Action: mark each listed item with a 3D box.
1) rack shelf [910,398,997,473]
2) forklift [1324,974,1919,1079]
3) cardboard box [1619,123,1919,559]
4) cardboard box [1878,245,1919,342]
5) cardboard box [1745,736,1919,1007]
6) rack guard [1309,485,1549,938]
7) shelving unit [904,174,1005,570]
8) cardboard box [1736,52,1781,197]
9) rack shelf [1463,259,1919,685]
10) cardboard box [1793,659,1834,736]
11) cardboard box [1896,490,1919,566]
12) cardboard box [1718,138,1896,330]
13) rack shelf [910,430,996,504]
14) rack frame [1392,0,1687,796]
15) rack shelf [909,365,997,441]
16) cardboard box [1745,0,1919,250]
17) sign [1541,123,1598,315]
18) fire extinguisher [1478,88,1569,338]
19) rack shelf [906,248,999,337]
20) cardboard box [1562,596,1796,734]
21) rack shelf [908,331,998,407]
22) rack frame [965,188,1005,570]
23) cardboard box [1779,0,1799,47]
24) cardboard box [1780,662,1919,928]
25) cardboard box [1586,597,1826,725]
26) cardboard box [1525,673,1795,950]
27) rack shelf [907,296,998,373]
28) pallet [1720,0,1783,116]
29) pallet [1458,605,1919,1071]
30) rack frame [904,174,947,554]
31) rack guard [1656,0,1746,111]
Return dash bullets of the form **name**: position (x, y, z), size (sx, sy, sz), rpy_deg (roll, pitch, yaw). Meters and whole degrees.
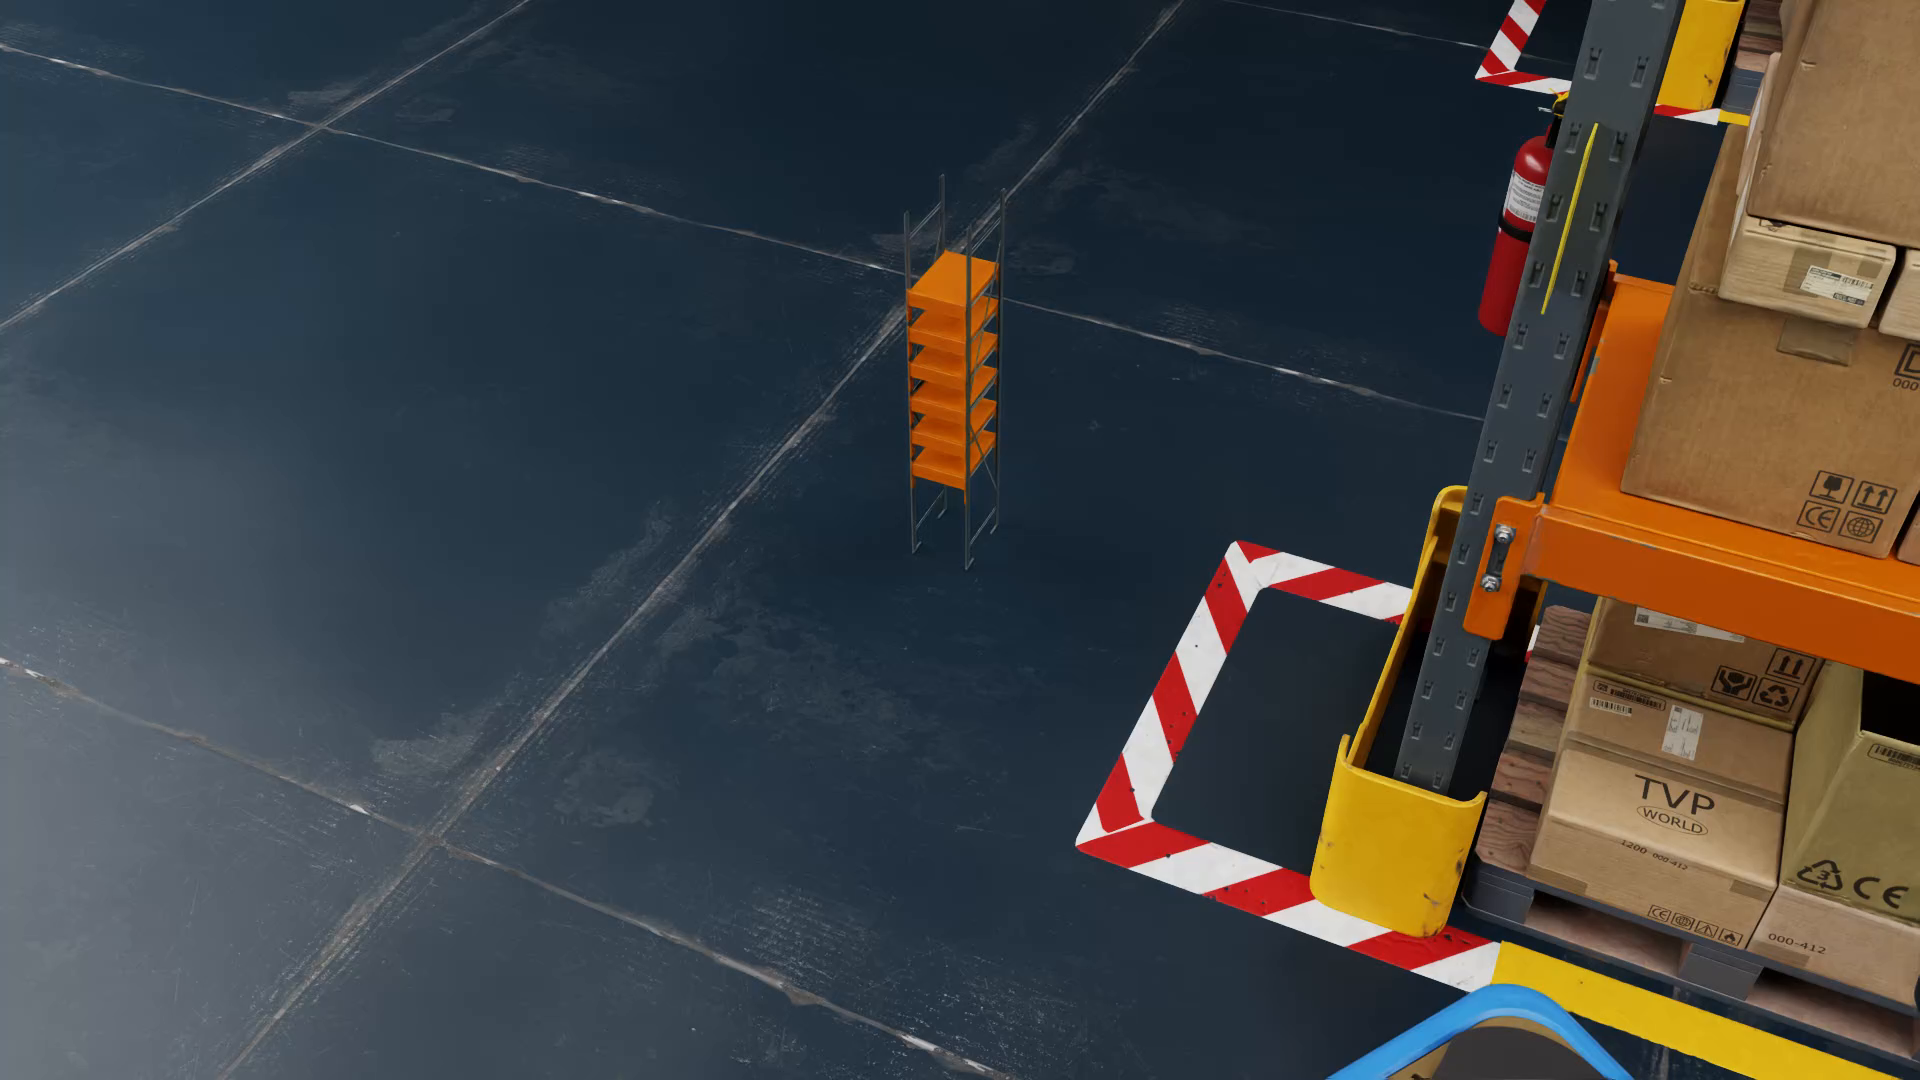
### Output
- **rack shelf**: position (-0.013, -0.333, 4.969), size (0.180, 0.103, 0.258), rpy_deg (17, 44, 19)
- **forklift**: position (1.276, 1.416, 1.379), size (1.130, 2.935, 3.031), rpy_deg (-21, 45, -23)
- **cardboard box**: position (1.710, -0.423, 3.371), size (0.500, 0.500, 0.700), rpy_deg (17, 44, 19)
- **cardboard box**: position (1.797, -0.497, 2.961), size (0.250, 0.149, 0.380), rpy_deg (16, 43, 18)
- **cardboard box**: position (2.139, 0.776, 3.844), size (0.500, 0.250, 0.500), rpy_deg (17, 44, 19)
- **rack guard**: position (1.271, 0.416, 4.388), size (0.348, 0.500, 1.175), rpy_deg (17, 44, 19)
- **shelving unit**: position (-0.013, -0.457, 4.862), size (0.189, 1.200, 0.258), rpy_deg (17, 44, 19)
- **cardboard box**: position (1.719, -0.812, 3.325), size (0.250, 0.149, 0.380), rpy_deg (16, 44, 18)
- **rack shelf**: position (3.105, 0.304, 3.158), size (4.000, 0.370, 1.077), rpy_deg (17, 44, 19)
- **cardboard box**: position (2.362, 0.463, 4.204), size (0.500, 0.250, 0.500), rpy_deg (17, 44, 19)
- **cardboard box**: position (2.188, -0.280, 3.206), size (0.500, 0.500, 0.700), rpy_deg (18, 44, 20)
- **cardboard box**: position (1.557, -0.568, 3.044), size (0.250, 0.149, 0.380), rpy_deg (17, 44, 18)
- **rack shelf**: position (-0.013, -0.242, 5.048), size (0.180, 0.103, 0.258), rpy_deg (17, 44, 19)
- **rack frame**: position (1.292, -0.522, 3.562), size (0.127, 3.000, 1.000), rpy_deg (17, 44, 19)
- **rack shelf**: position (-0.013, -0.424, 4.891), size (0.180, 0.103, 0.258), rpy_deg (17, 44, 19)
- **cardboard box**: position (1.758, -0.898, 2.929), size (0.500, 0.500, 0.700), rpy_deg (17, 44, 19)
- **sign**: position (1.052, -0.551, 2.874), size (0.005, 0.325, 0.100), rpy_deg (17, 44, 19)
- **fire extinguisher**: position (1.382, -0.801, 3.943), size (0.183, 0.674, 0.296), rpy_deg (17, 44, 19)
- **rack shelf**: position (-0.013, -0.696, 4.655), size (0.180, 0.103, 0.258), rpy_deg (17, 44, 19)
- **cardboard box**: position (1.903, 0.332, 4.356), size (0.500, 0.250, 0.500), rpy_deg (17, 44, 19)
- **rack shelf**: position (-0.013, -0.514, 4.812), size (0.180, 0.103, 0.258), rpy_deg (17, 44, 19)
- **rack frame**: position (0.070, -0.432, 4.832), size (0.006, 1.200, 0.240), rpy_deg (17, 44, 19)
- **cardboard box**: position (3.973, -2.368, 7.409), size (0.500, 0.311, 0.500), rpy_deg (12, 42, 14)
- **cardboard box**: position (2.138, 0.493, 3.597), size (0.500, 0.500, 0.500), rpy_deg (17, 44, 19)
- **cardboard box**: position (1.904, 0.047, 4.111), size (0.500, 0.500, 0.500), rpy_deg (17, 44, 19)
- **cardboard box**: position (1.684, 0.639, 4.001), size (0.500, 0.250, 0.500), rpy_deg (17, 44, 19)
- **rack shelf**: position (-0.013, -0.605, 4.734), size (0.180, 0.103, 0.258), rpy_deg (17, 44, 19)
- **pallet**: position (4.174, -2.142, 7.560), size (1.213, 0.211, 1.003), rpy_deg (17, 44, 19)
- **pallet**: position (2.003, 0.719, 4.259), size (1.213, 0.211, 1.003), rpy_deg (17, 44, 19)
- **rack frame**: position (-0.096, -0.483, 4.891), size (0.006, 1.200, 0.240), rpy_deg (17, 44, 19)
- **rack guard**: position (3.452, -2.497, 7.749), size (0.348, 0.500, 1.175), rpy_deg (17, 44, 19)
